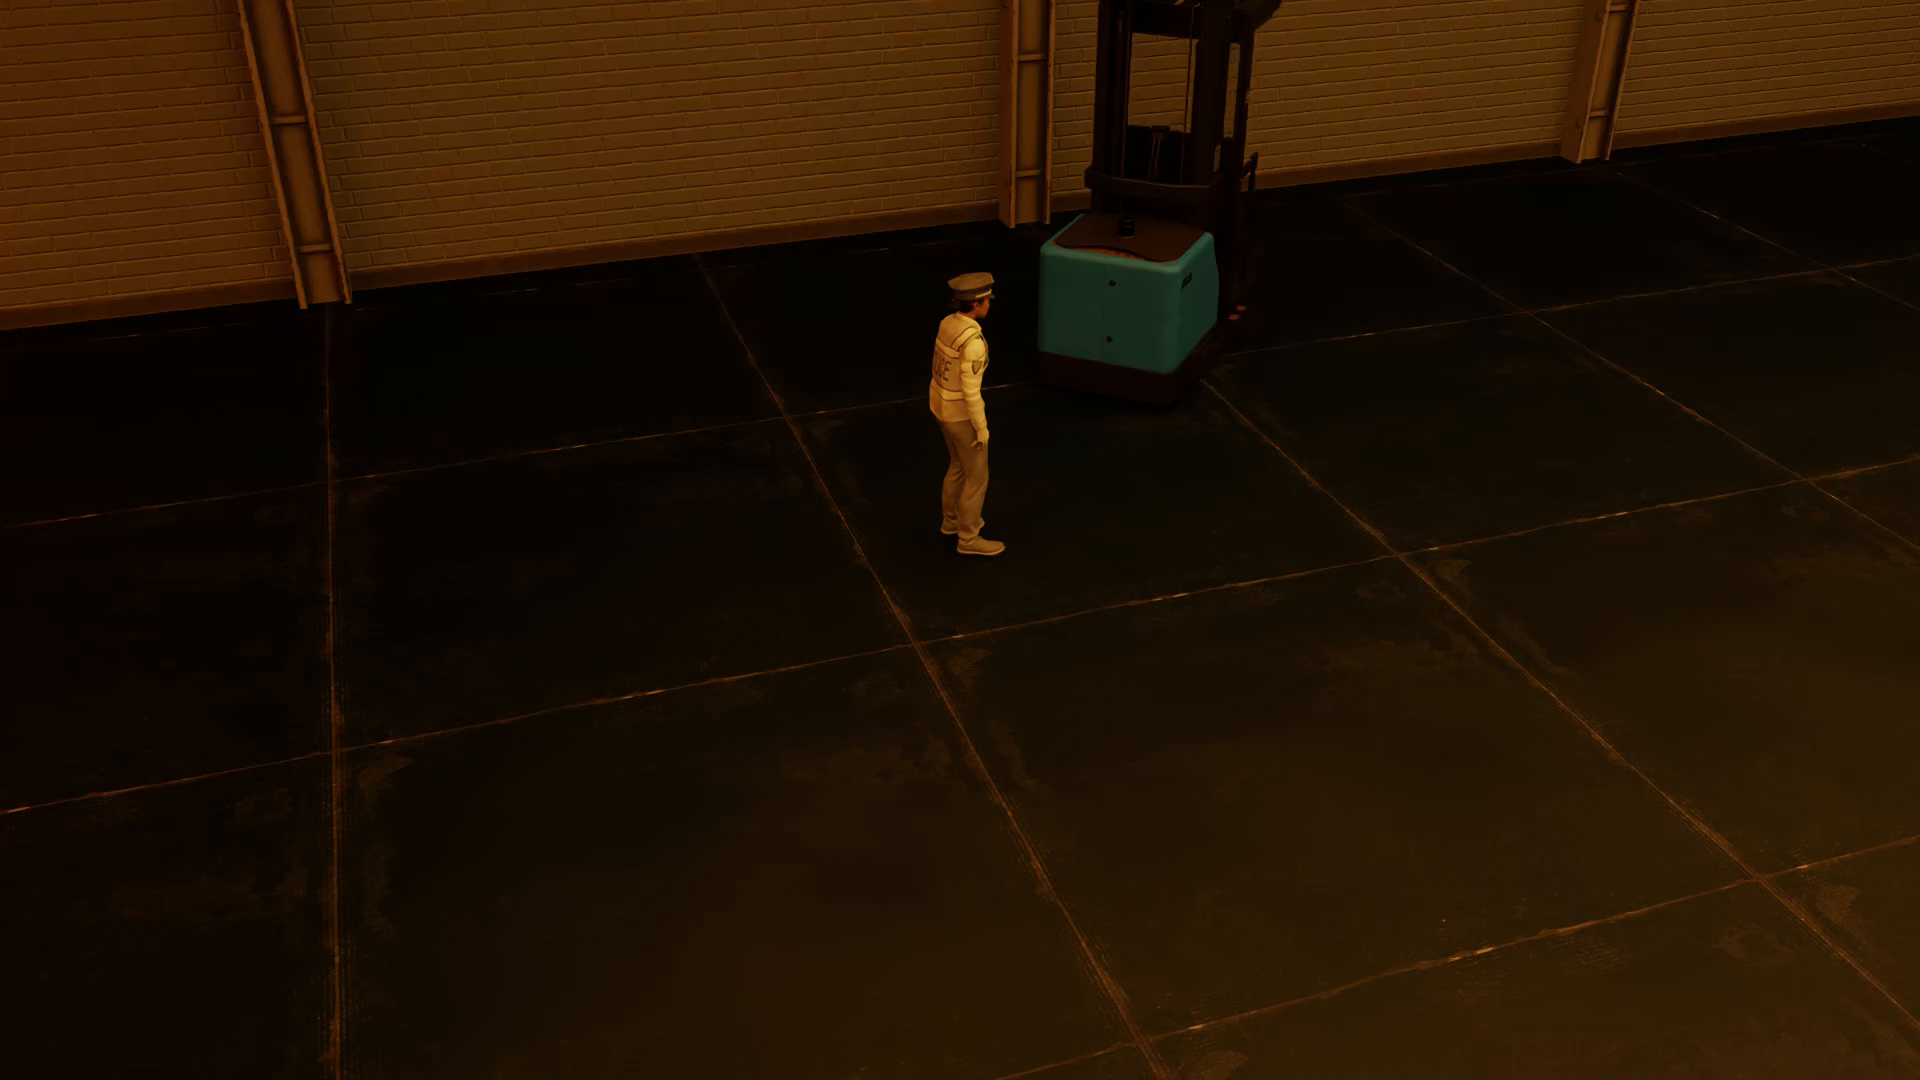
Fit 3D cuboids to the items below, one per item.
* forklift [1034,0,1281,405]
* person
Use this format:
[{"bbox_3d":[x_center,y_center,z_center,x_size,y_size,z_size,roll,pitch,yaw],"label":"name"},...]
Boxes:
[{"bbox_3d":[1.608,-2.915,12.154,1.130,2.935,3.031,13,32,21],"label":"forklift"},{"bbox_3d":[0.024,-0.729,9.629,0.372,1.663,0.529,-11,32,-18],"label":"person"}]
